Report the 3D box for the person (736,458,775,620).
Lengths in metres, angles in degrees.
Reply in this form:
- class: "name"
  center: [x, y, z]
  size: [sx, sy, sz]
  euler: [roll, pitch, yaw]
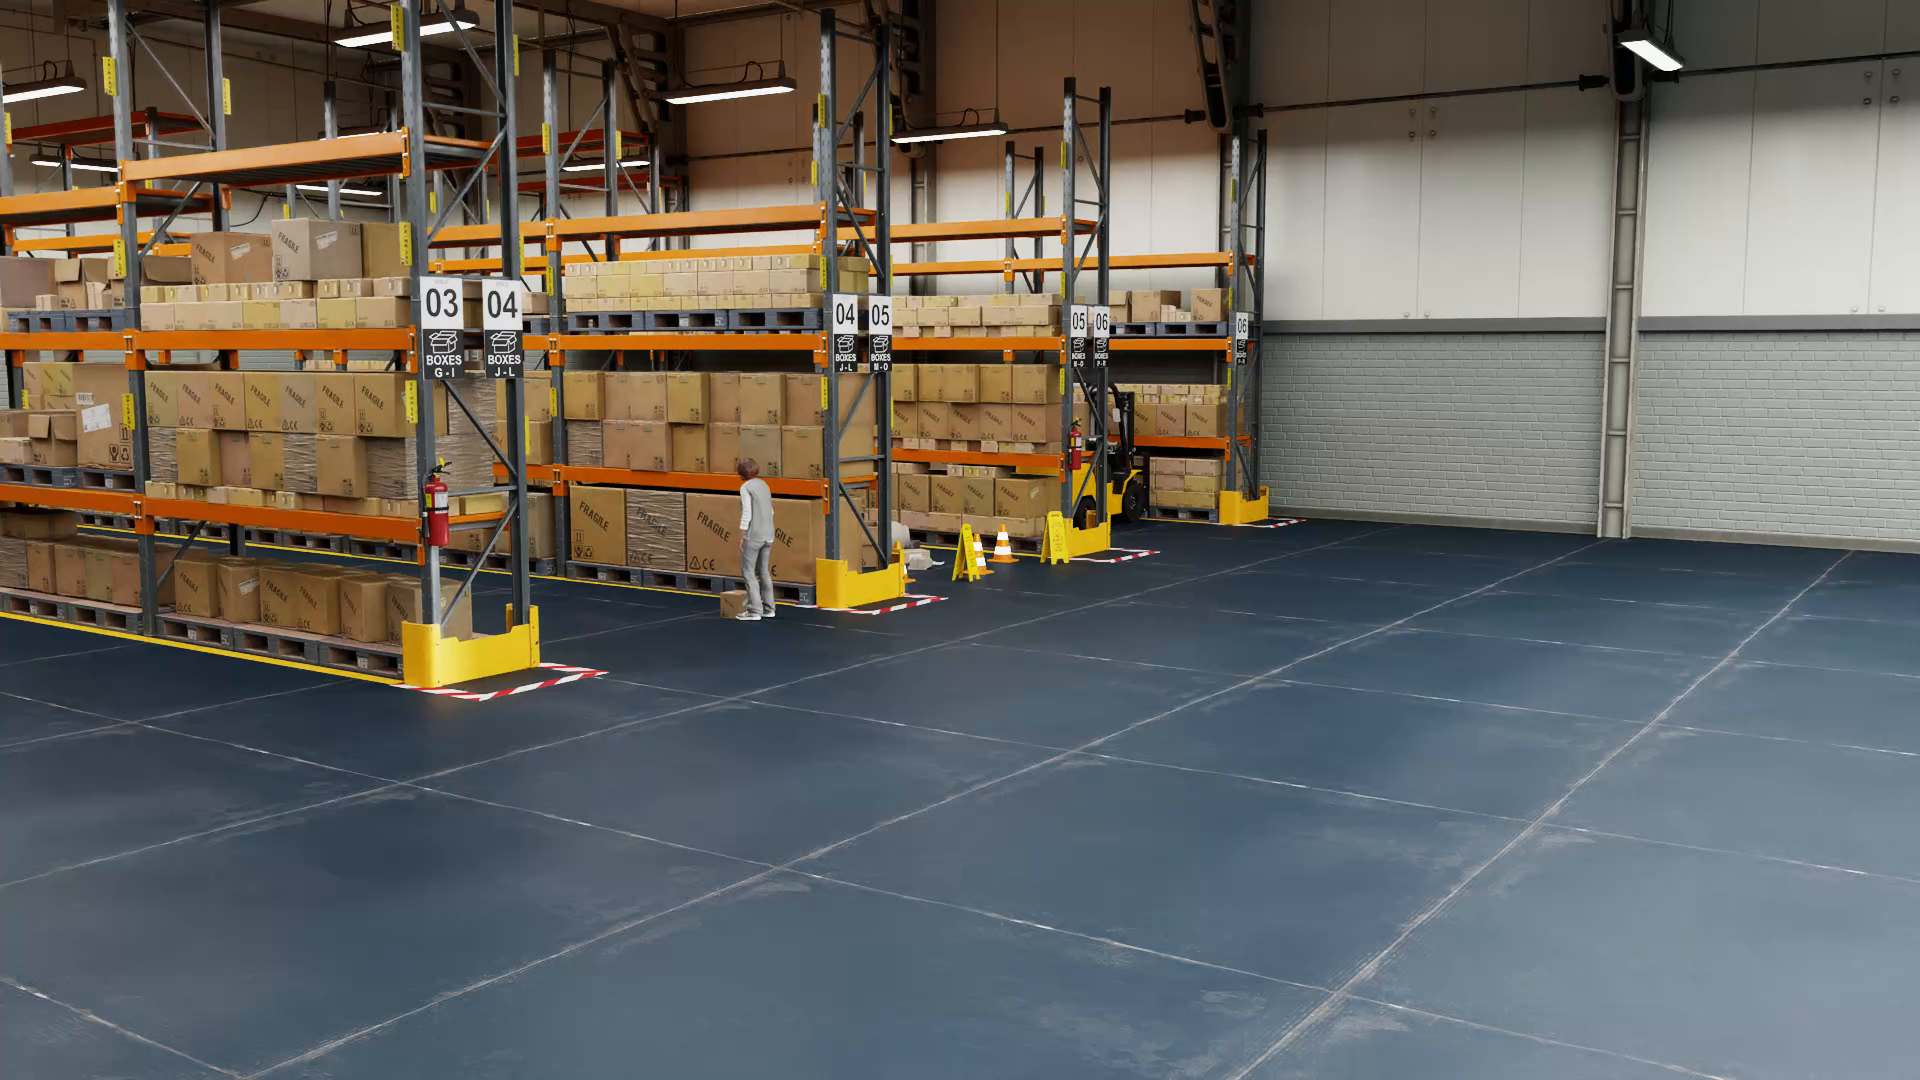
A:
- class: "person"
  center: [-2.003, -0.011, 16.298]
  size: [0.344, 1.593, 0.485]
  euler: [4, 8, 30]
